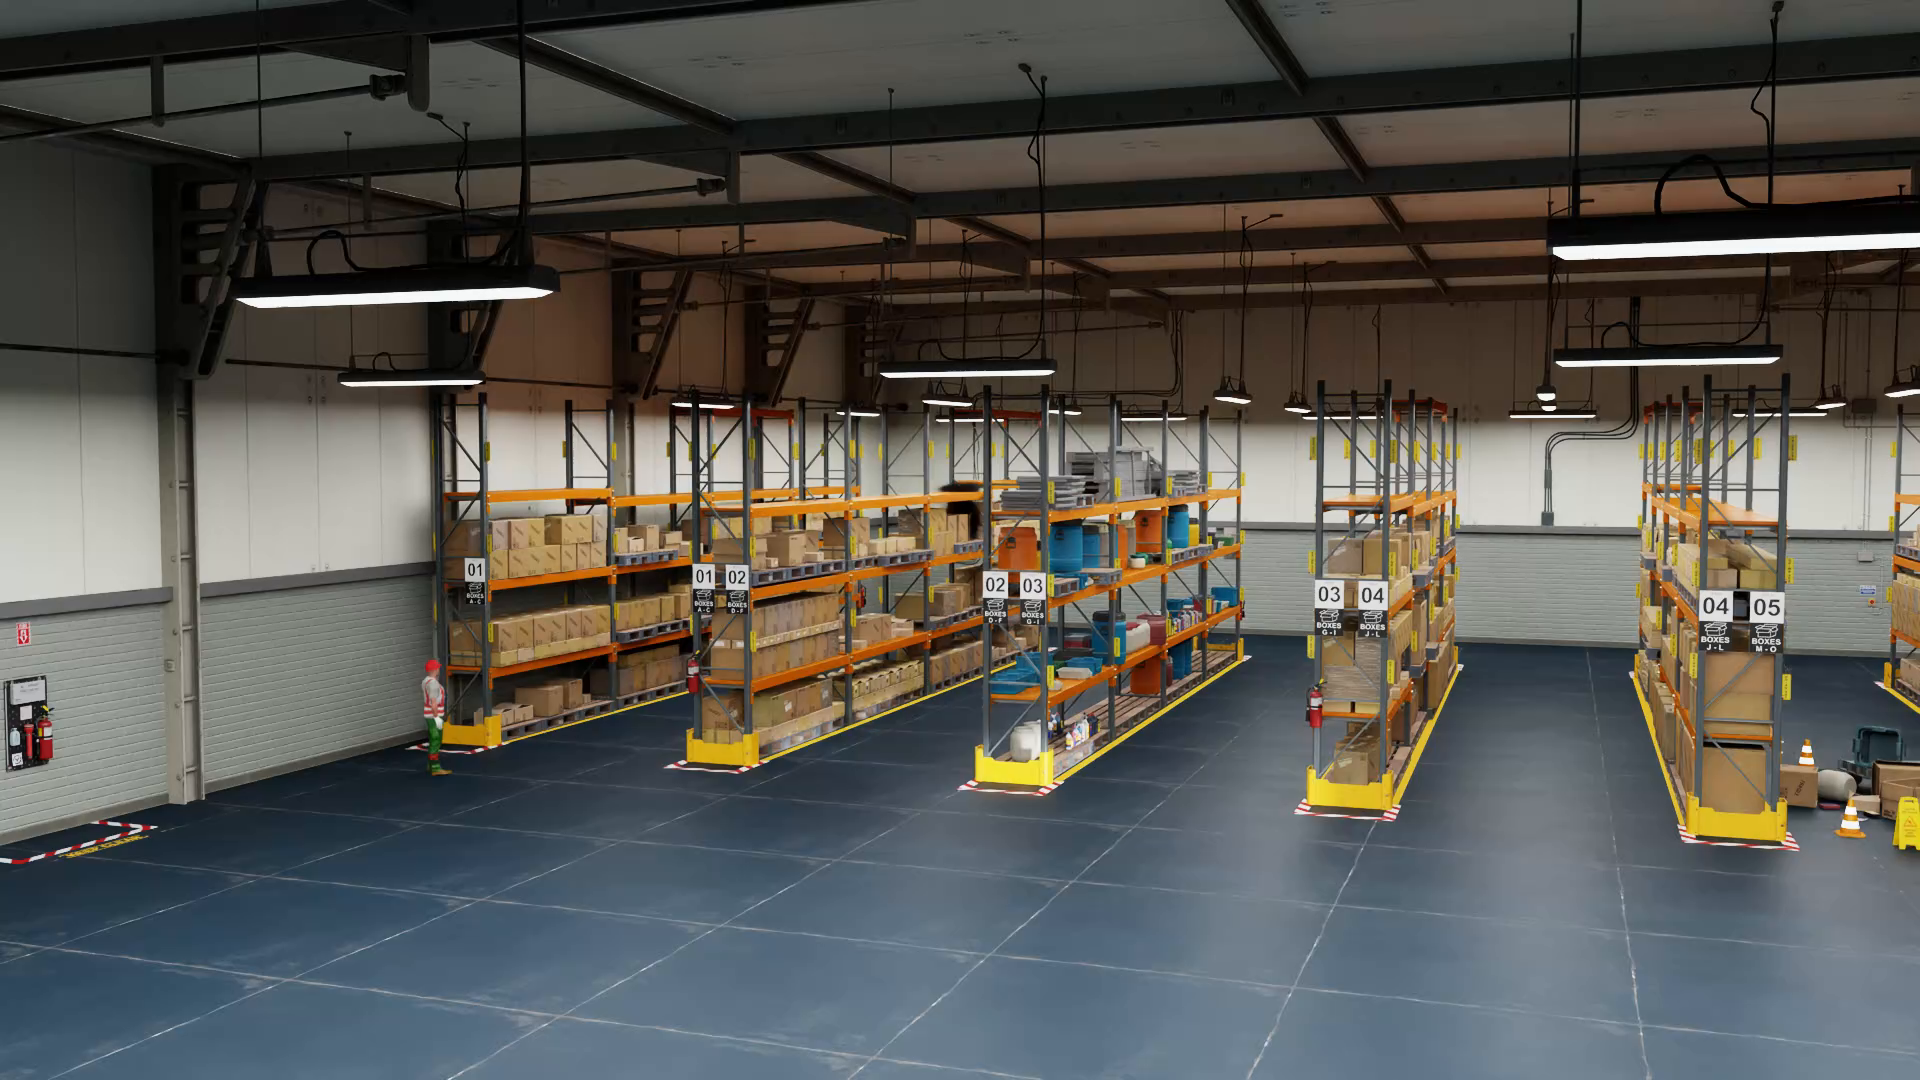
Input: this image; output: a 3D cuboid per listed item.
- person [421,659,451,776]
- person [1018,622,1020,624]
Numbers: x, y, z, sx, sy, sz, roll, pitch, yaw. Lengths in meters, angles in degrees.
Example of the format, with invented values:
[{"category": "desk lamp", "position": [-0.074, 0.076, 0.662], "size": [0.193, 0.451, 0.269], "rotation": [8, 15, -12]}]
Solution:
[{"category": "person", "position": [-8.110, 2.752, 25.735], "size": [0.435, 1.820, 0.608], "rotation": [-1, 3, -13]}, {"category": "person", "position": [1.785, 1.765, 44.804], "size": [0.481, 1.666, 0.439], "rotation": [-2, 3, -27]}]
